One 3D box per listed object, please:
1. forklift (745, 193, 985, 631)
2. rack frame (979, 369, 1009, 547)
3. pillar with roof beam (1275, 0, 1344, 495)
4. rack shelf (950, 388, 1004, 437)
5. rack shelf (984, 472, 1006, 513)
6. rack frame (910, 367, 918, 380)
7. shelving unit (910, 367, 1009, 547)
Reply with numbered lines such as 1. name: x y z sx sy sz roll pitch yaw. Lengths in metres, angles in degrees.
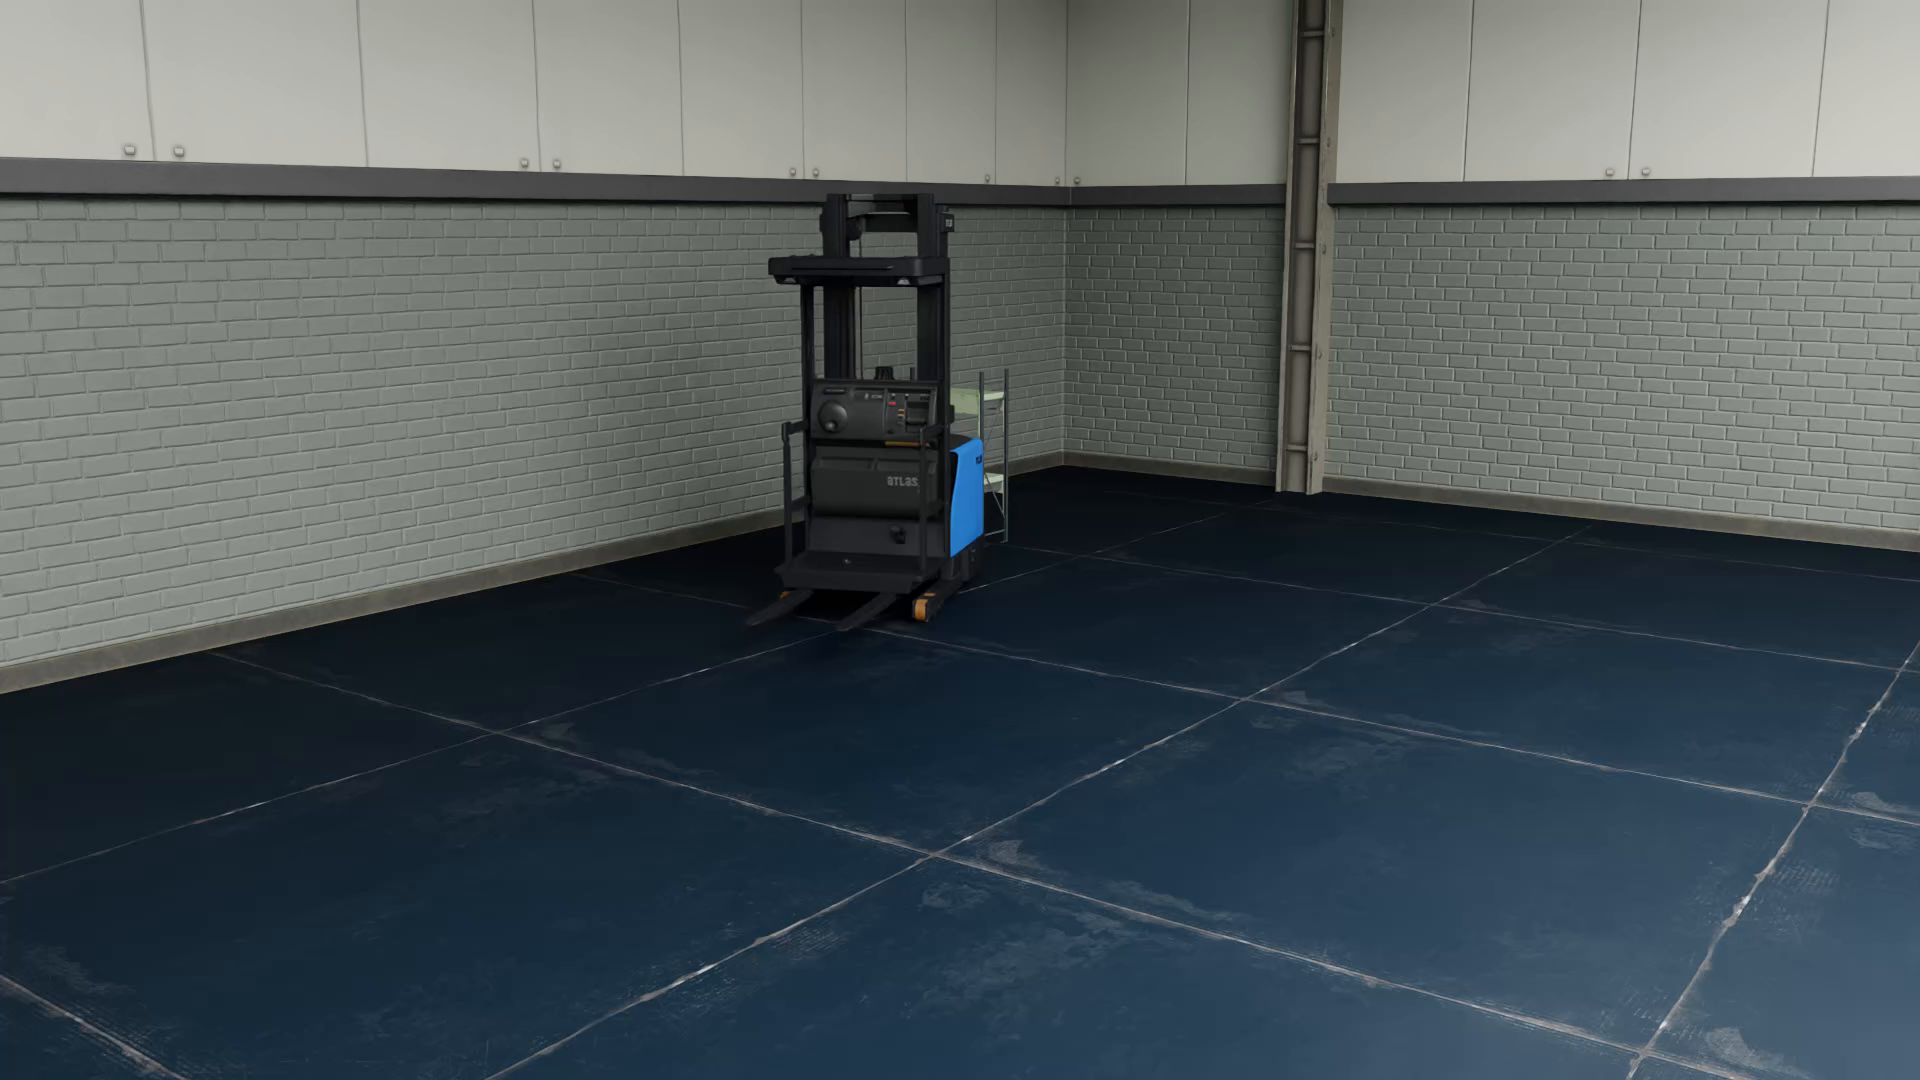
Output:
1. forklift: -0.668 -0.948 11.713 1.130 2.935 3.031 3 11 14
2. rack frame: 0.290 -0.696 14.178 0.023 1.500 0.400 8 13 36
3. pillar with roof beam: 0.947 -4.264 12.881 0.400 9.000 9.100 8 13 36
4. rack shelf: -0.005 -1.120 14.317 0.720 0.370 0.431 8 13 36
5. rack shelf: -0.005 -0.417 14.453 0.720 0.370 0.431 8 13 36
6. rack frame: -0.300 -0.778 14.604 0.023 1.500 0.400 8 13 36
7. shelving unit: -0.005 -0.737 14.391 0.755 1.500 0.431 8 13 36
